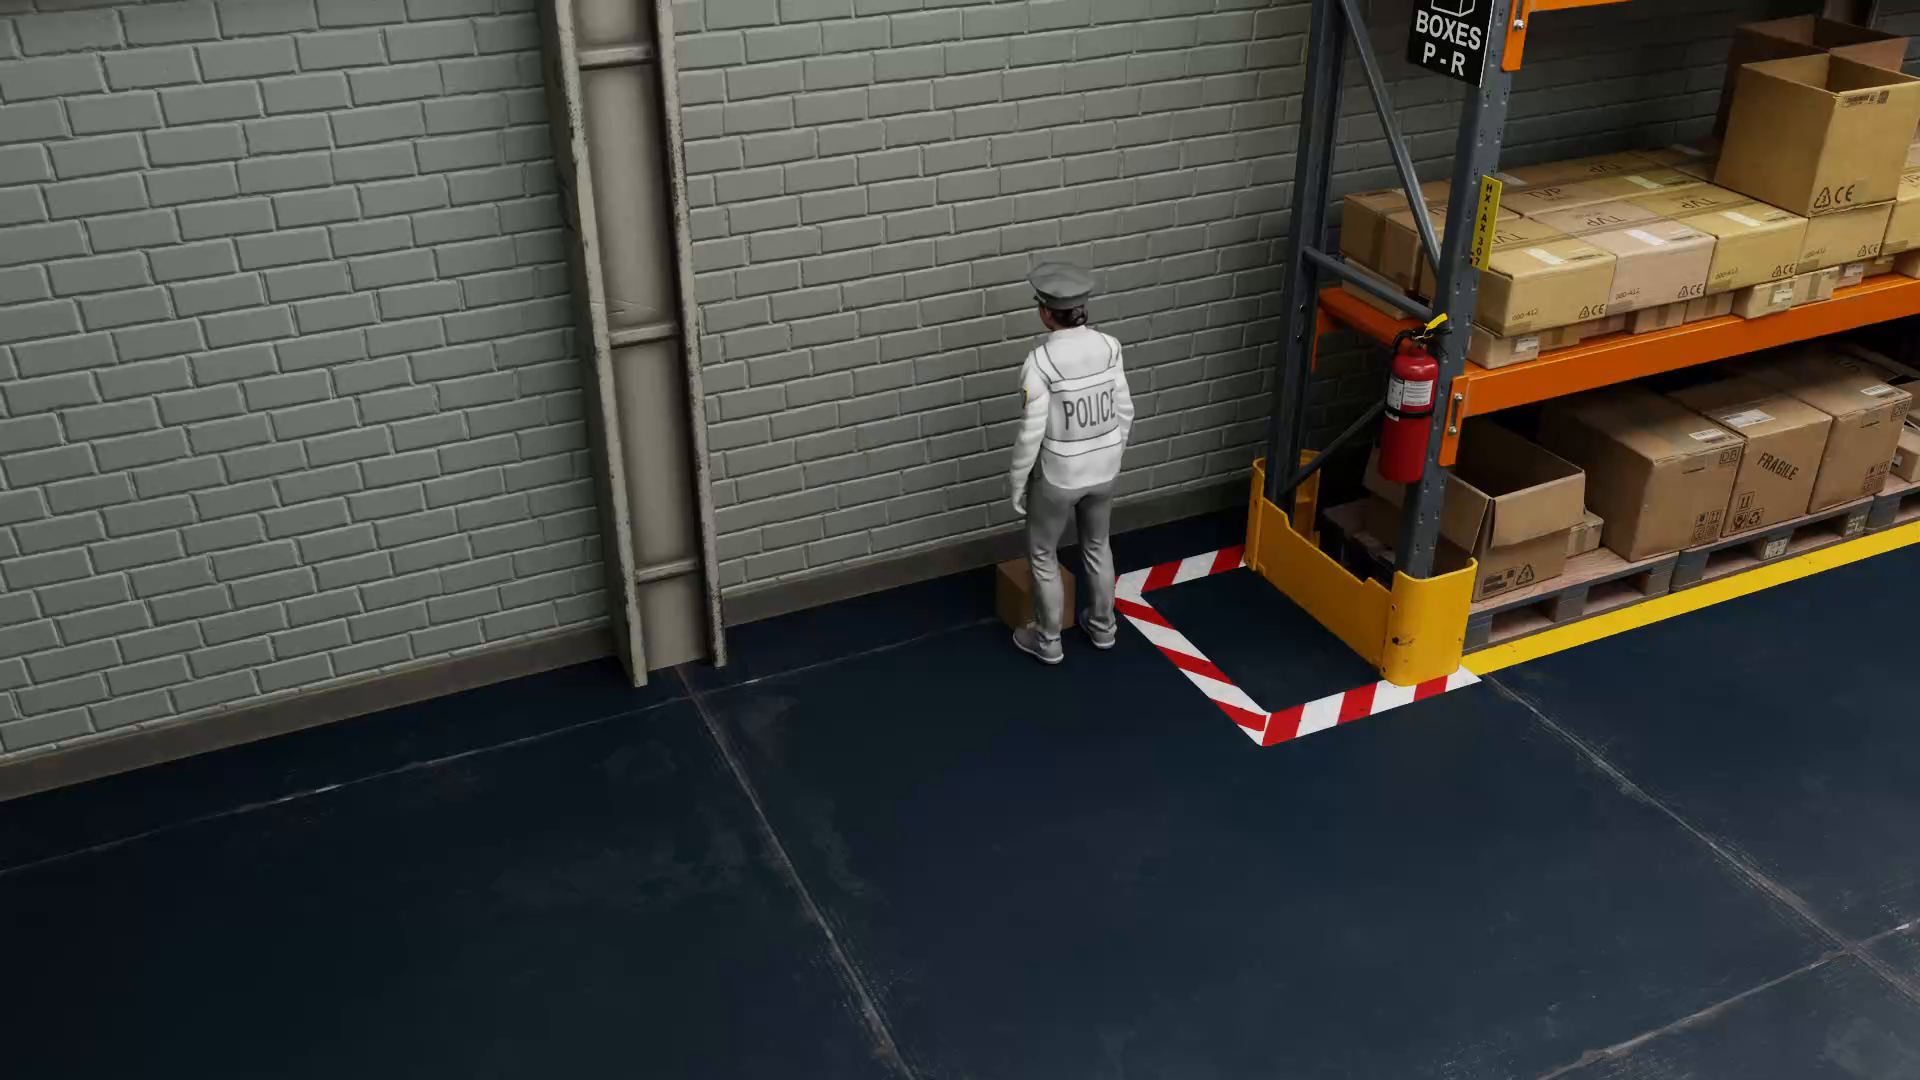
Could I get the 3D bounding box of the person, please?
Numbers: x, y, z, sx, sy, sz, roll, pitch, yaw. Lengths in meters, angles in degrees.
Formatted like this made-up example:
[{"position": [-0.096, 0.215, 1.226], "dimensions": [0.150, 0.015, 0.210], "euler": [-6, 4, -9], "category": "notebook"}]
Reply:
[{"position": [0.432, -0.268, 6.596], "dimensions": [0.540, 1.662, 0.374], "euler": [-15, 33, -25], "category": "person"}]
